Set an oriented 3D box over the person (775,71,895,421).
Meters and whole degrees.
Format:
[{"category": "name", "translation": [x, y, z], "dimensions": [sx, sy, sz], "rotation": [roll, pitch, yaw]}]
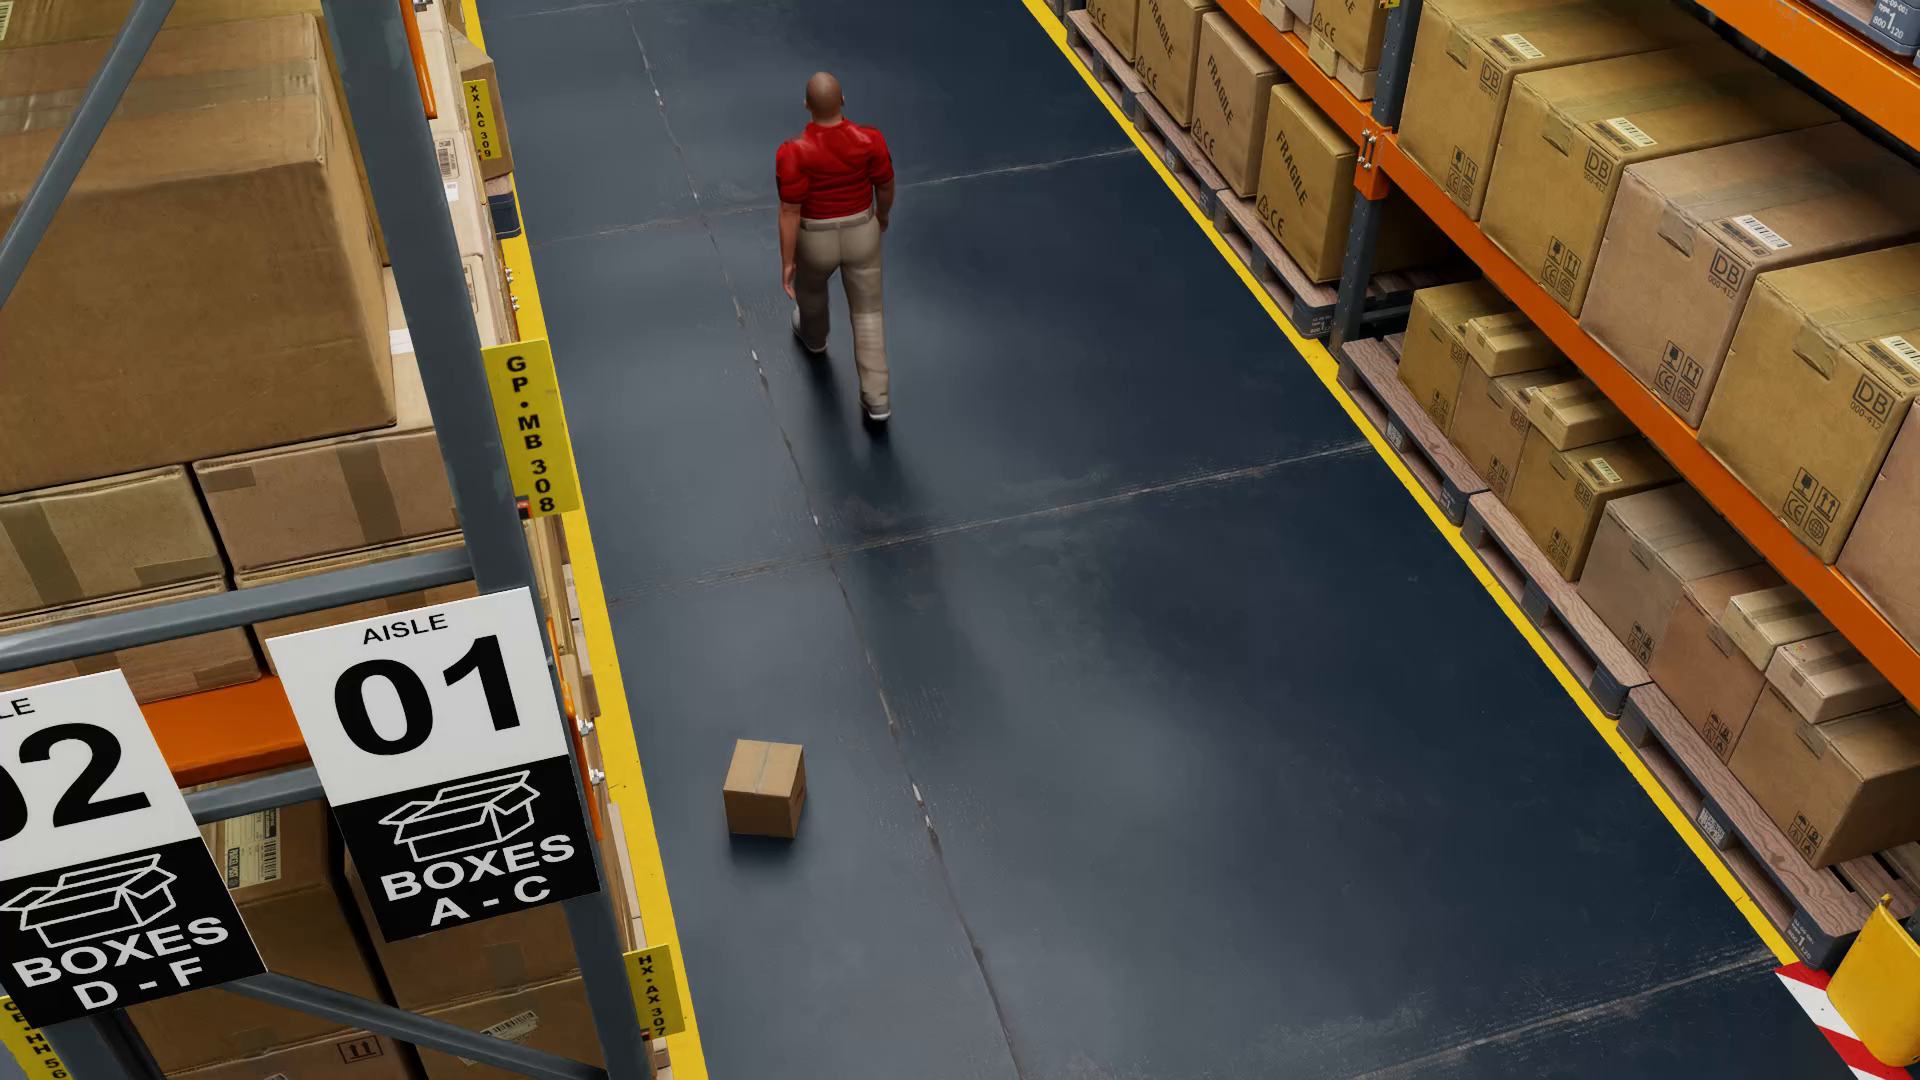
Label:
[{"category": "person", "translation": [-0.582, -1.446, 7.788], "dimensions": [0.569, 1.671, 1.056], "rotation": [-8, 43, -8]}]
